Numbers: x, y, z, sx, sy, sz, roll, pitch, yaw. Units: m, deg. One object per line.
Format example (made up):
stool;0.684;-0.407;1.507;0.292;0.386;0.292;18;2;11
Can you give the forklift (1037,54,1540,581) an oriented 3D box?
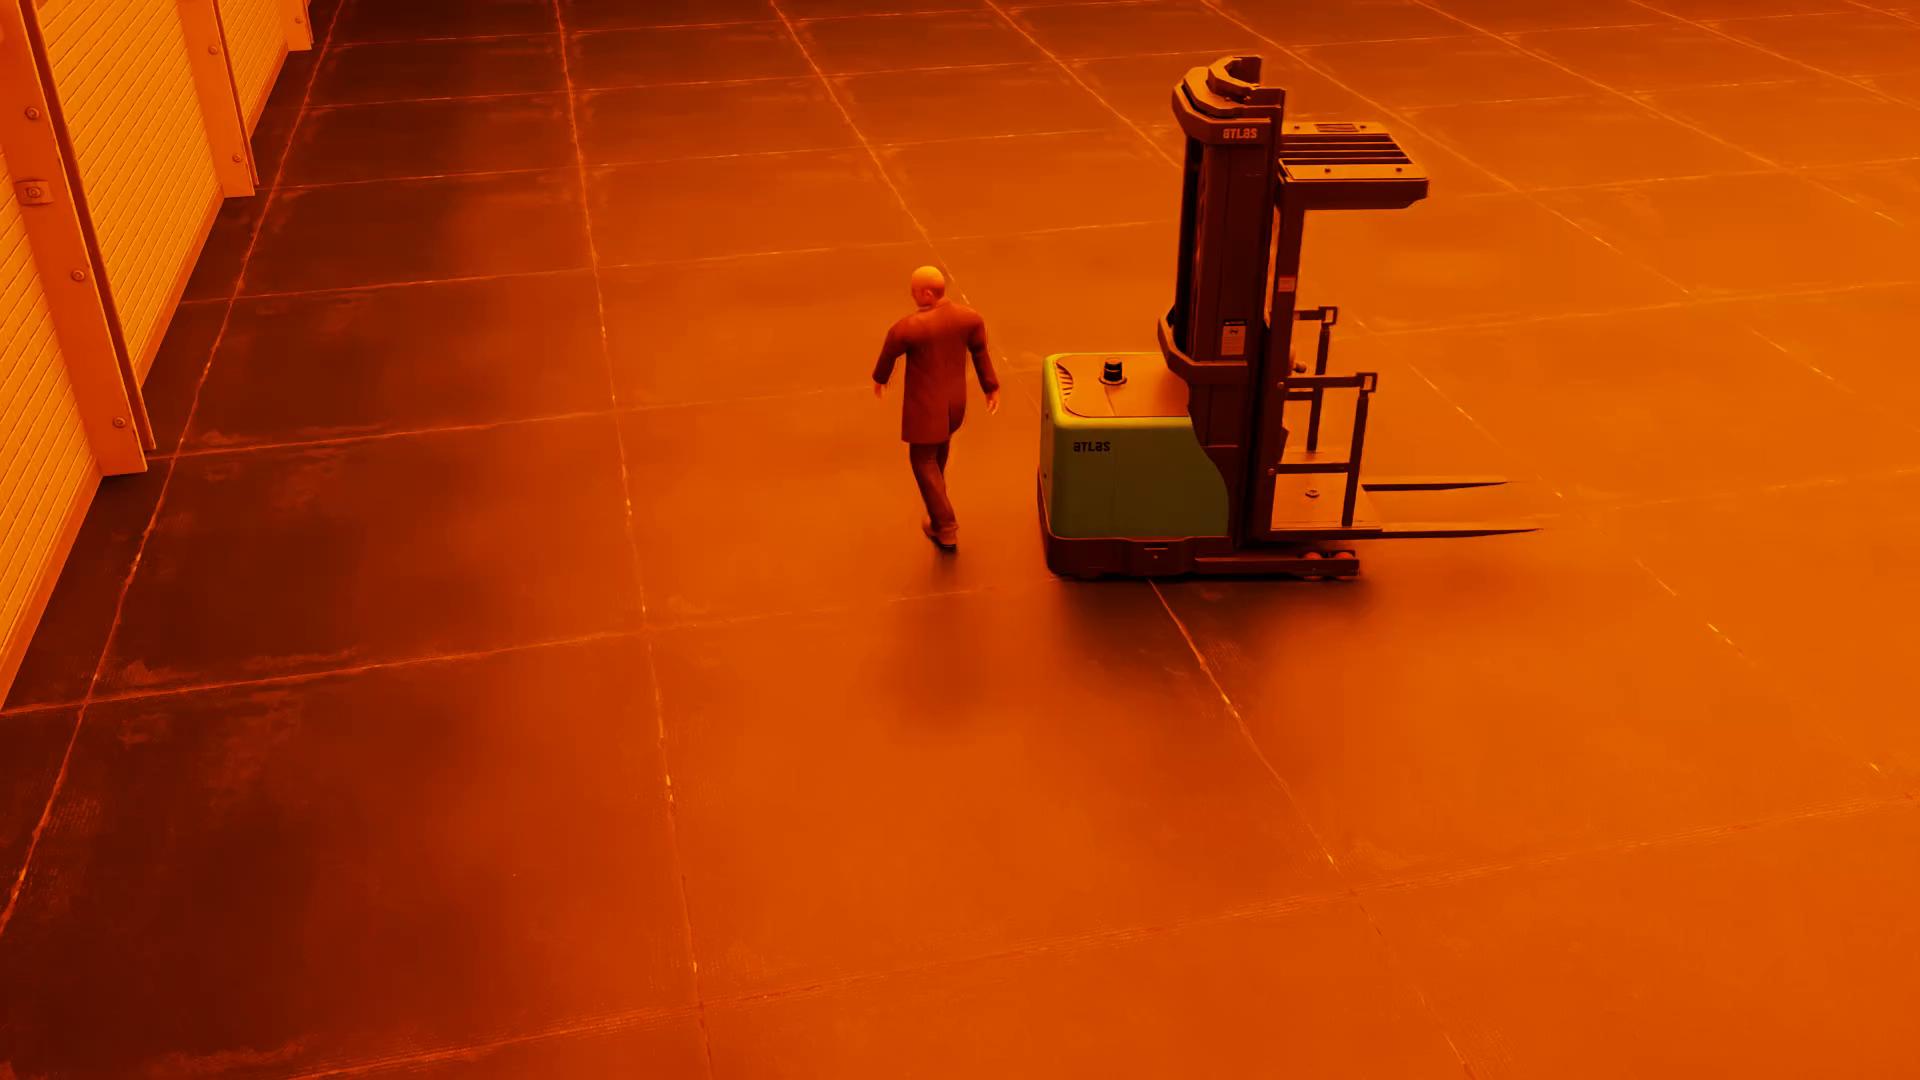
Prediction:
forklift;2.029;-1.289;9.801;3.031;2.935;1.130;-1;30;-2

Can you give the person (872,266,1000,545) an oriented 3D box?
person;-0.155;-0.926;10.403;0.720;1.733;0.941;-18;35;-28
